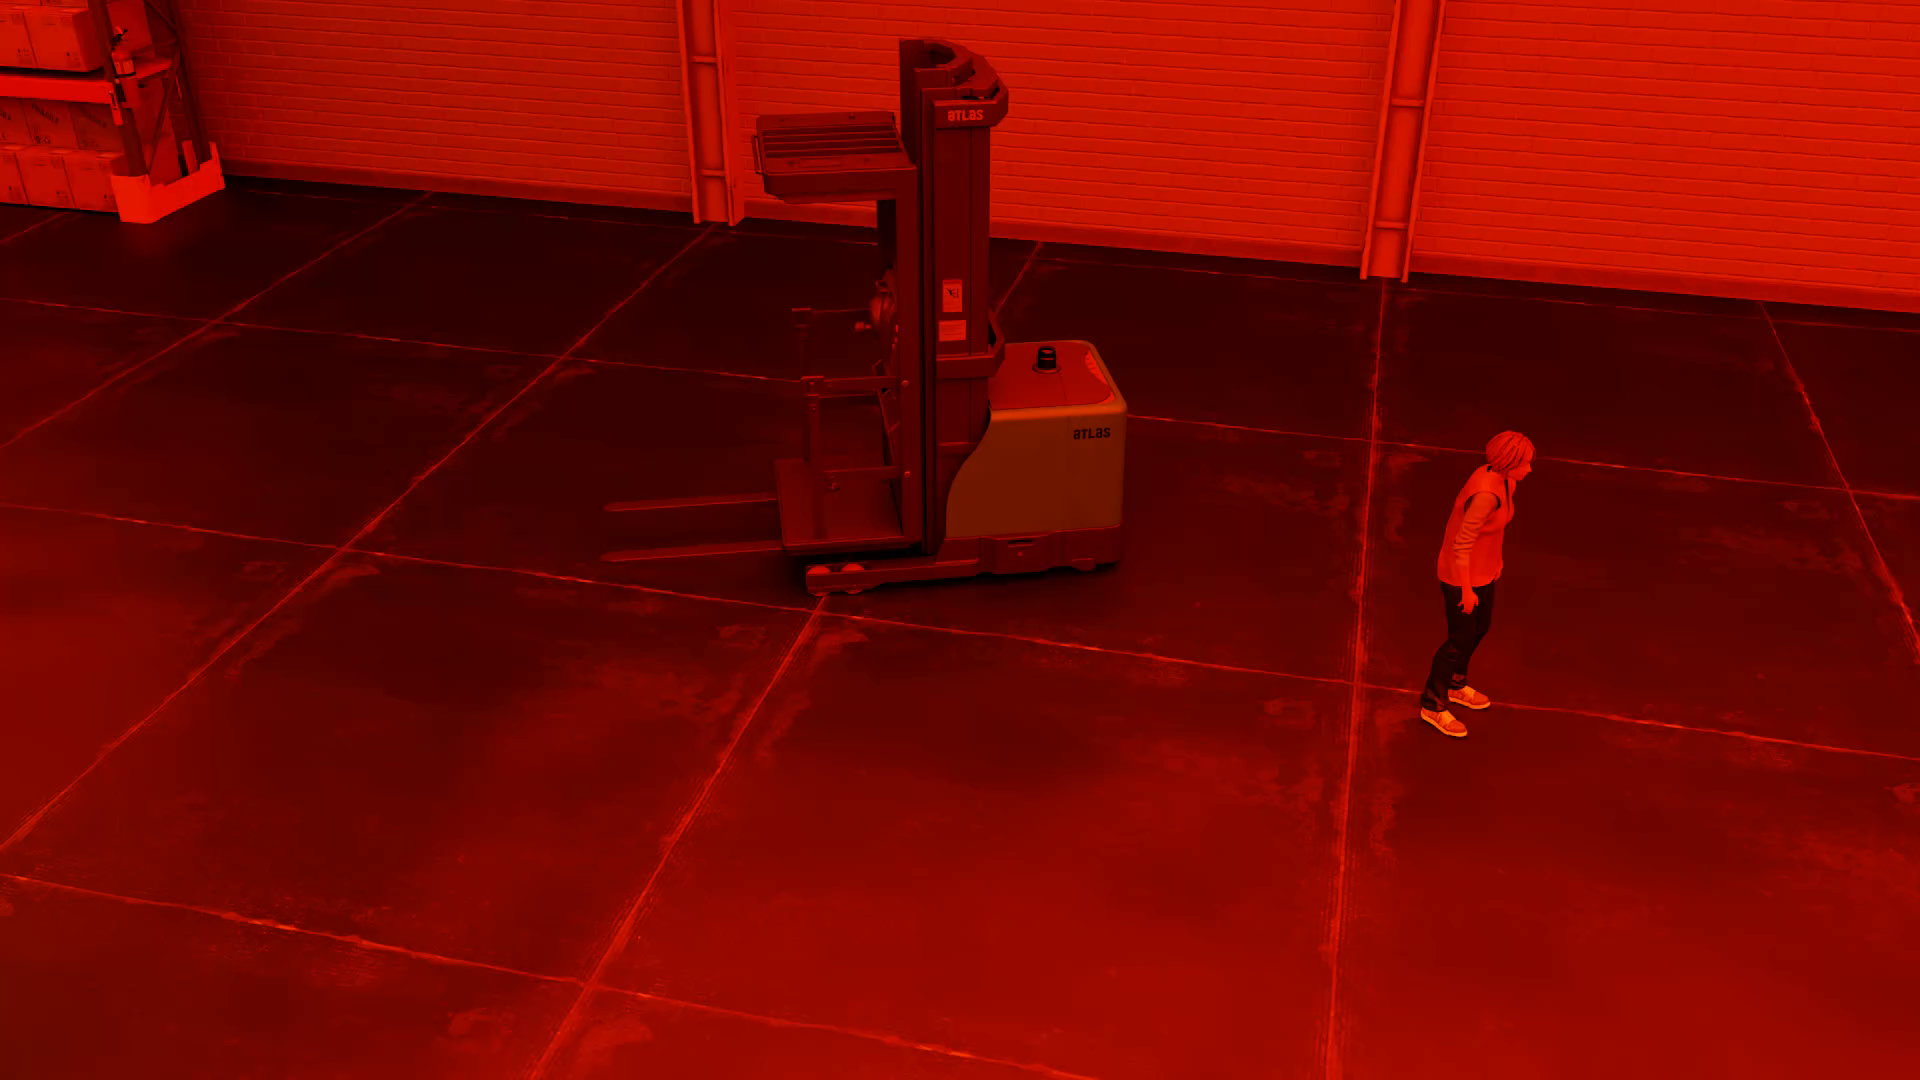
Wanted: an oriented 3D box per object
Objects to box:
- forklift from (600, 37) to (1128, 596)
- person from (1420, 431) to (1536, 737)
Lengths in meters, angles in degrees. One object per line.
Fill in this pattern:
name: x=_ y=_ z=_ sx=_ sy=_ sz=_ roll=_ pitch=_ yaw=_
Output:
forklift: x=-0.602 y=-1.232 z=9.345 sx=3.031 sy=2.935 sz=1.130 roll=-4 pitch=30 yaw=-7
person: x=2.538 y=0.181 z=8.208 sx=0.345 sy=1.593 sz=0.479 roll=19 pitch=35 yaw=30
